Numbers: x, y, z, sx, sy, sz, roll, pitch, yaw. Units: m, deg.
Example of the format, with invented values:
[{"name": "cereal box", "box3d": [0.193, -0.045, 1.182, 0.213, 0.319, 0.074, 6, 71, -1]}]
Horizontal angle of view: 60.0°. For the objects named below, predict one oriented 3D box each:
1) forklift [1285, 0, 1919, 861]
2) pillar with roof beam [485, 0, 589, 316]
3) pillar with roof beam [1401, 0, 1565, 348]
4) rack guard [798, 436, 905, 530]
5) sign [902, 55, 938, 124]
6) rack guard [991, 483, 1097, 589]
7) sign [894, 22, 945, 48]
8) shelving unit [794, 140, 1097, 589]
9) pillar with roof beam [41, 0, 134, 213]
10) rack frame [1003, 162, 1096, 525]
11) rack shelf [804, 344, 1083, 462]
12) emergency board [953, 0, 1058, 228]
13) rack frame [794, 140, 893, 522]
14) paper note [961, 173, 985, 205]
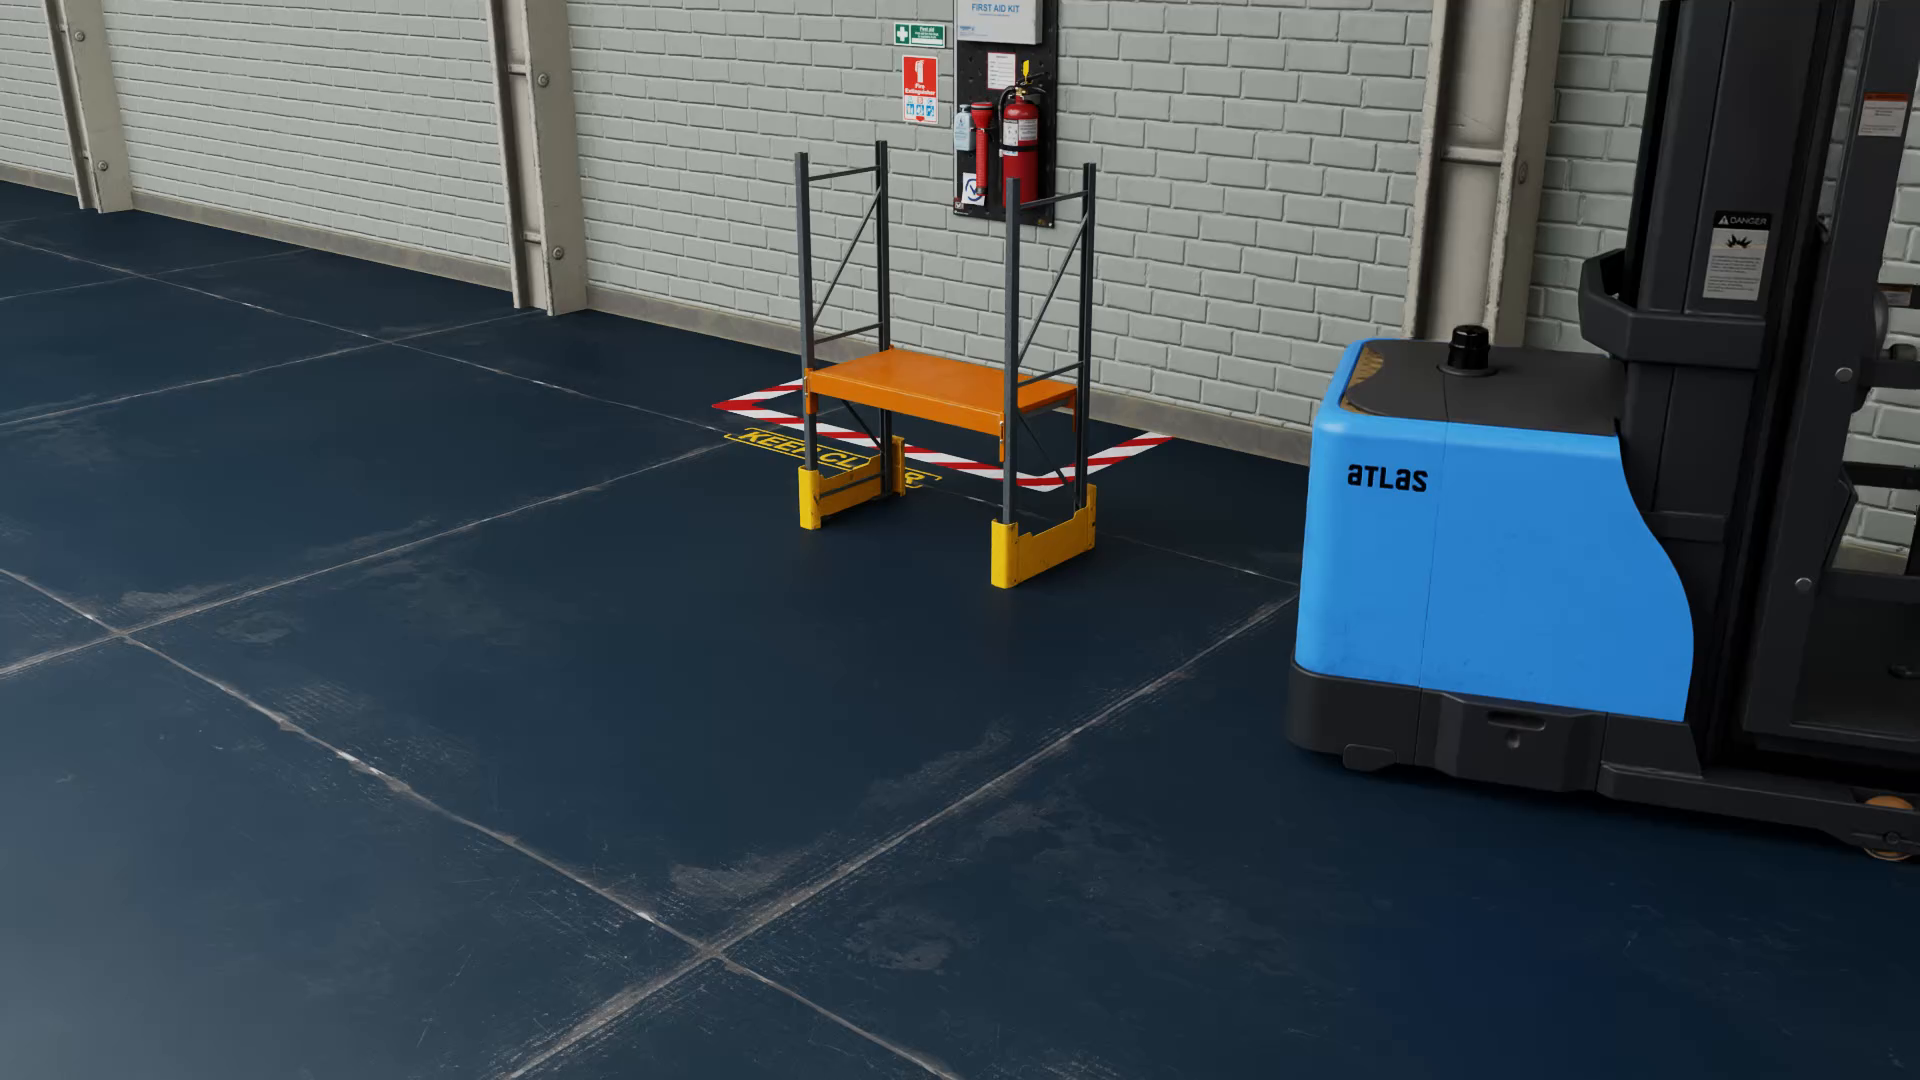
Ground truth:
[{"name": "forklift", "box3d": [2.539, -0.710, 4.397, 3.031, 2.935, 1.130, 7, 22, 17]}, {"name": "pillar with roof beam", "box3d": [-5.319, -4.517, 5.894, 0.400, 9.000, 9.100, 16, 26, 36]}, {"name": "pillar with roof beam", "box3d": [-0.671, -3.179, 2.344, 0.400, 9.000, 9.100, 16, 26, 36]}, {"name": "rack guard", "box3d": [-0.445, -0.245, 6.964, 0.087, 0.250, 0.587, 16, 26, 36]}, {"name": "sign", "box3d": [-0.203, -2.278, 8.408, 0.234, 0.329, 0.001, 16, 26, 36]}, {"name": "rack guard", "box3d": [0.327, -0.023, 6.375, 0.087, 0.250, 0.587, 16, 26, 36]}, {"name": "sign", "box3d": [-0.205, -2.523, 8.306, 0.331, 0.109, 0.001, 16, 26, 36]}, {"name": "shelving unit", "box3d": [-0.059, -0.719, 6.449, 1.083, 1.500, 0.587, 16, 26, 36]}, {"name": "pillar with roof beam", "box3d": [-9.968, -5.856, 9.443, 0.400, 9.000, 9.100, 16, 26, 36]}, {"name": "rack frame", "box3d": [0.328, -0.607, 6.153, 0.032, 1.500, 0.500, 16, 26, 36]}, {"name": "rack shelf", "box3d": [-0.066, -0.552, 6.517, 1.000, 0.185, 0.538, 16, 26, 36]}, {"name": "emergency board", "box3d": [0.161, -2.110, 8.013, 0.643, 1.169, 0.194, 16, 26, 36]}, {"name": "rack frame", "box3d": [-0.460, -0.834, 6.755, 0.032, 1.500, 0.500, 16, 26, 36]}, {"name": "paper note", "box3d": [0.067, -1.756, 8.323, 0.142, 0.148, 0.016, 16, 26, 36]}]
